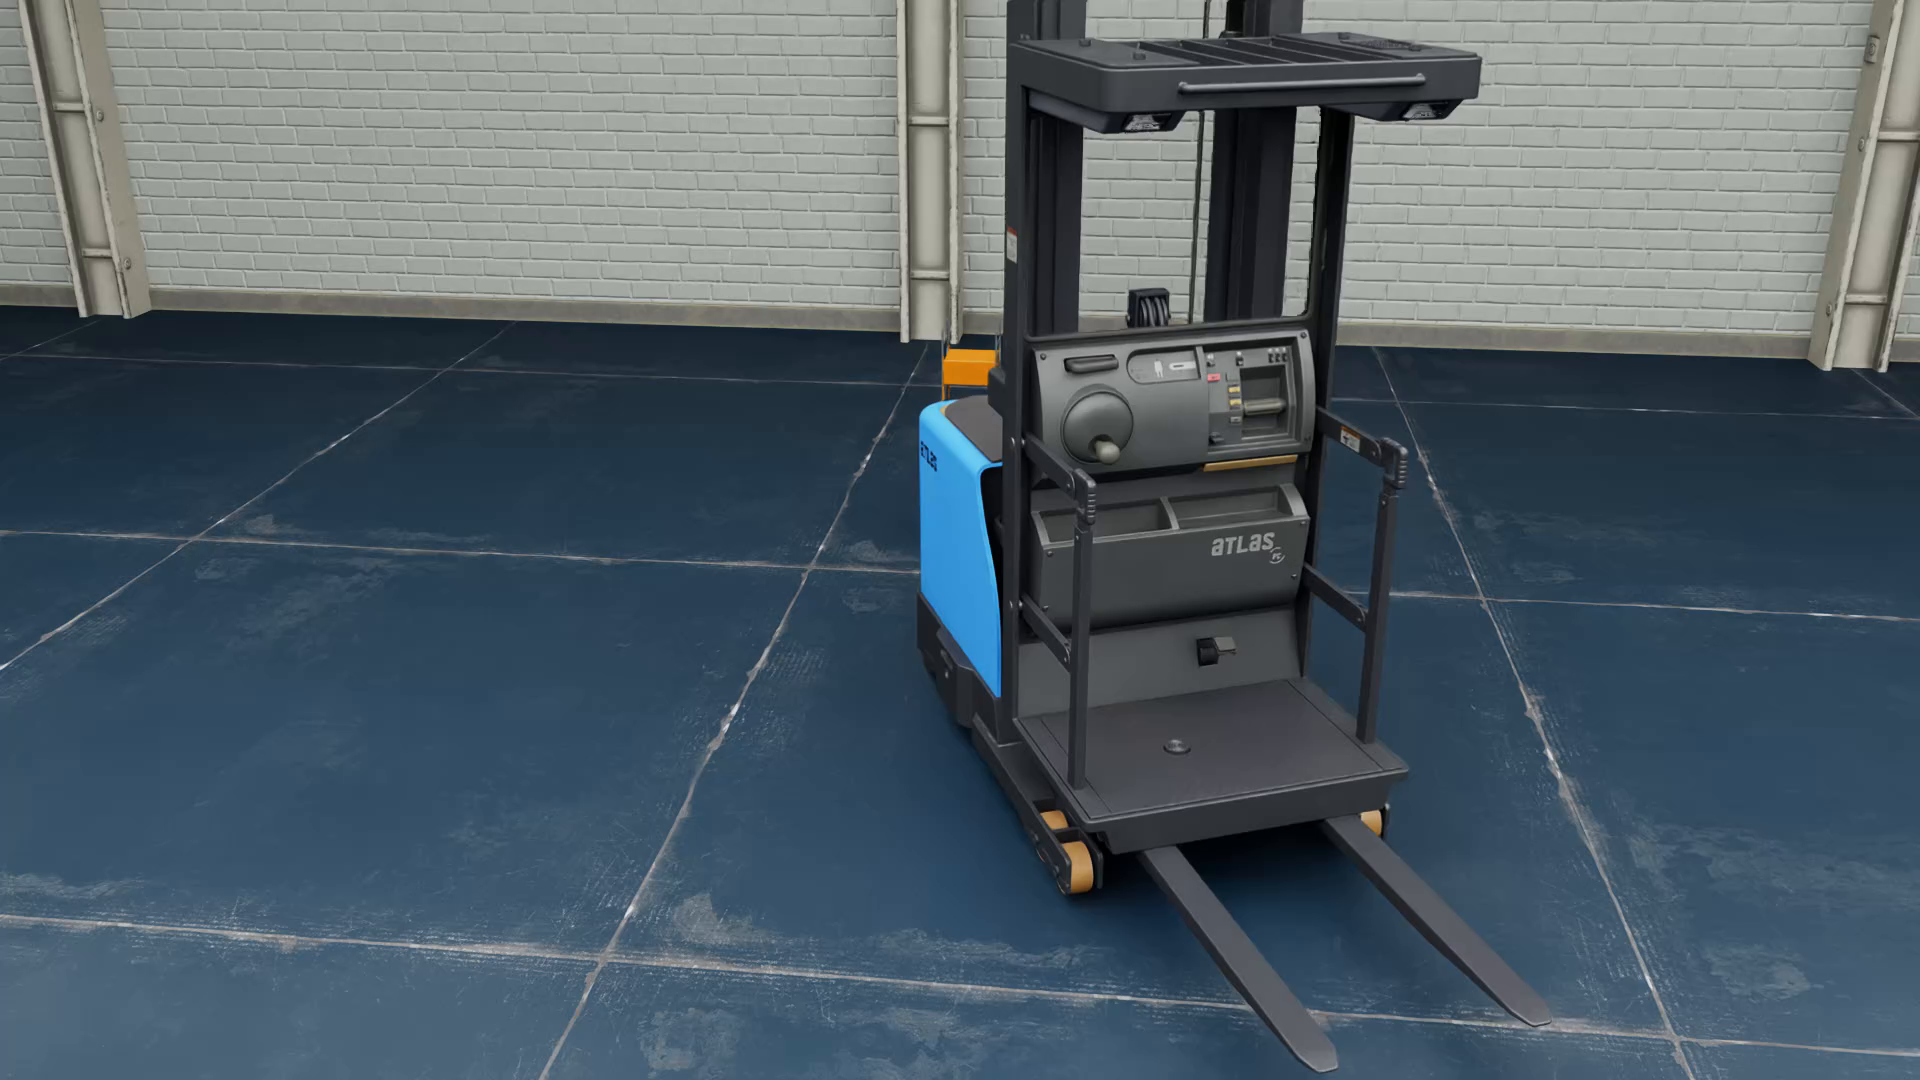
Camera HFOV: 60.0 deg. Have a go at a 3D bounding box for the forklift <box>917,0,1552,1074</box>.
[{"bbox_3d":[0.748,-0.426,5.031,1.130,2.935,3.031,-6,22,-16],"label":"forklift"}]

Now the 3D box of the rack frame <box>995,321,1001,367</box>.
[{"bbox_3d":[0.174,-0.481,7.728,0.008,1.050,0.200,2,22,6],"label":"rack frame"}]

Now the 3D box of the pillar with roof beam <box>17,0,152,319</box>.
[{"bbox_3d":[-6.658,-4.272,6.506,0.400,9.000,9.100,2,22,6],"label":"pillar with roof beam"}]

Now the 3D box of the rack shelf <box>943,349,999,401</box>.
[{"bbox_3d":[0.053,-0.740,7.641,0.240,0.259,0.215,2,22,6],"label":"rack shelf"}]

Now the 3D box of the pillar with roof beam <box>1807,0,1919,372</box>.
[{"bbox_3d":[5.259,-3.753,5.193,0.400,9.000,9.100,2,22,6],"label":"pillar with roof beam"}]

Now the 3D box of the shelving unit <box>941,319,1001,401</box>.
[{"bbox_3d":[0.053,-0.486,7.741,0.252,1.050,0.215,2,22,6],"label":"shelving unit"}]

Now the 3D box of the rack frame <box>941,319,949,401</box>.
[{"bbox_3d":[-0.068,-0.491,7.754,0.008,1.050,0.200,2,22,6],"label":"rack frame"}]

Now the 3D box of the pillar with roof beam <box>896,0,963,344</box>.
[{"bbox_3d":[-0.700,-4.013,5.850,0.400,9.000,9.100,2,22,6],"label":"pillar with roof beam"}]
